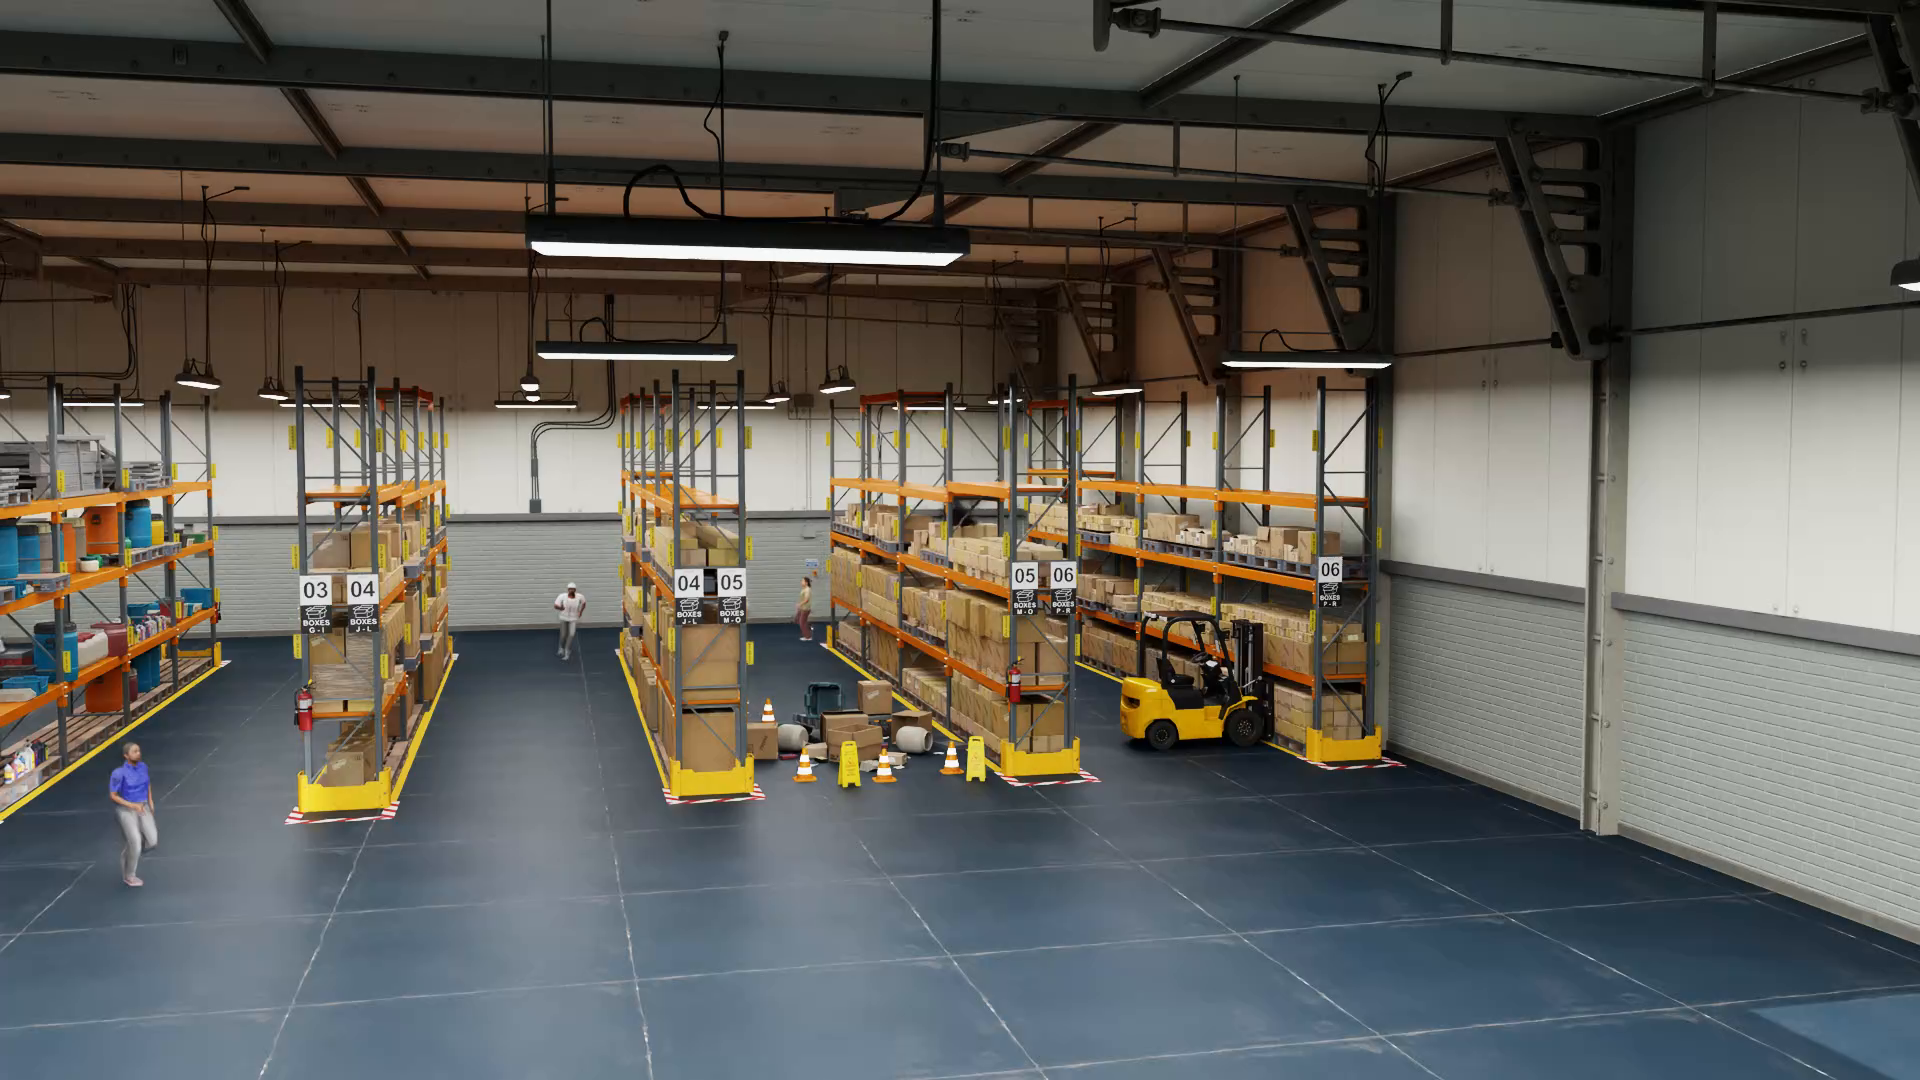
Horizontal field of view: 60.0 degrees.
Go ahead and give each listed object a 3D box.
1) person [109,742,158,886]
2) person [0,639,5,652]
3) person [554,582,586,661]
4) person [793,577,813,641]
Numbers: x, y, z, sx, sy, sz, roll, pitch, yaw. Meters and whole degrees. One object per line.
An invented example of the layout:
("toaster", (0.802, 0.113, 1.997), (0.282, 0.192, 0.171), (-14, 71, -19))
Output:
("person", (-9.292, 3.078, 18.749), (0.552, 1.612, 0.604), (1, 4, 21))
("person", (-17.286, 2.356, 29.466), (0.656, 1.823, 0.744), (-2, 4, -25))
("person", (-8.976, 1.855, 38.261), (0.687, 1.780, 0.785), (0, 3, -7))
("person", (-3.889, 1.720, 41.482), (0.498, 1.614, 0.611), (-1, 4, -16))
